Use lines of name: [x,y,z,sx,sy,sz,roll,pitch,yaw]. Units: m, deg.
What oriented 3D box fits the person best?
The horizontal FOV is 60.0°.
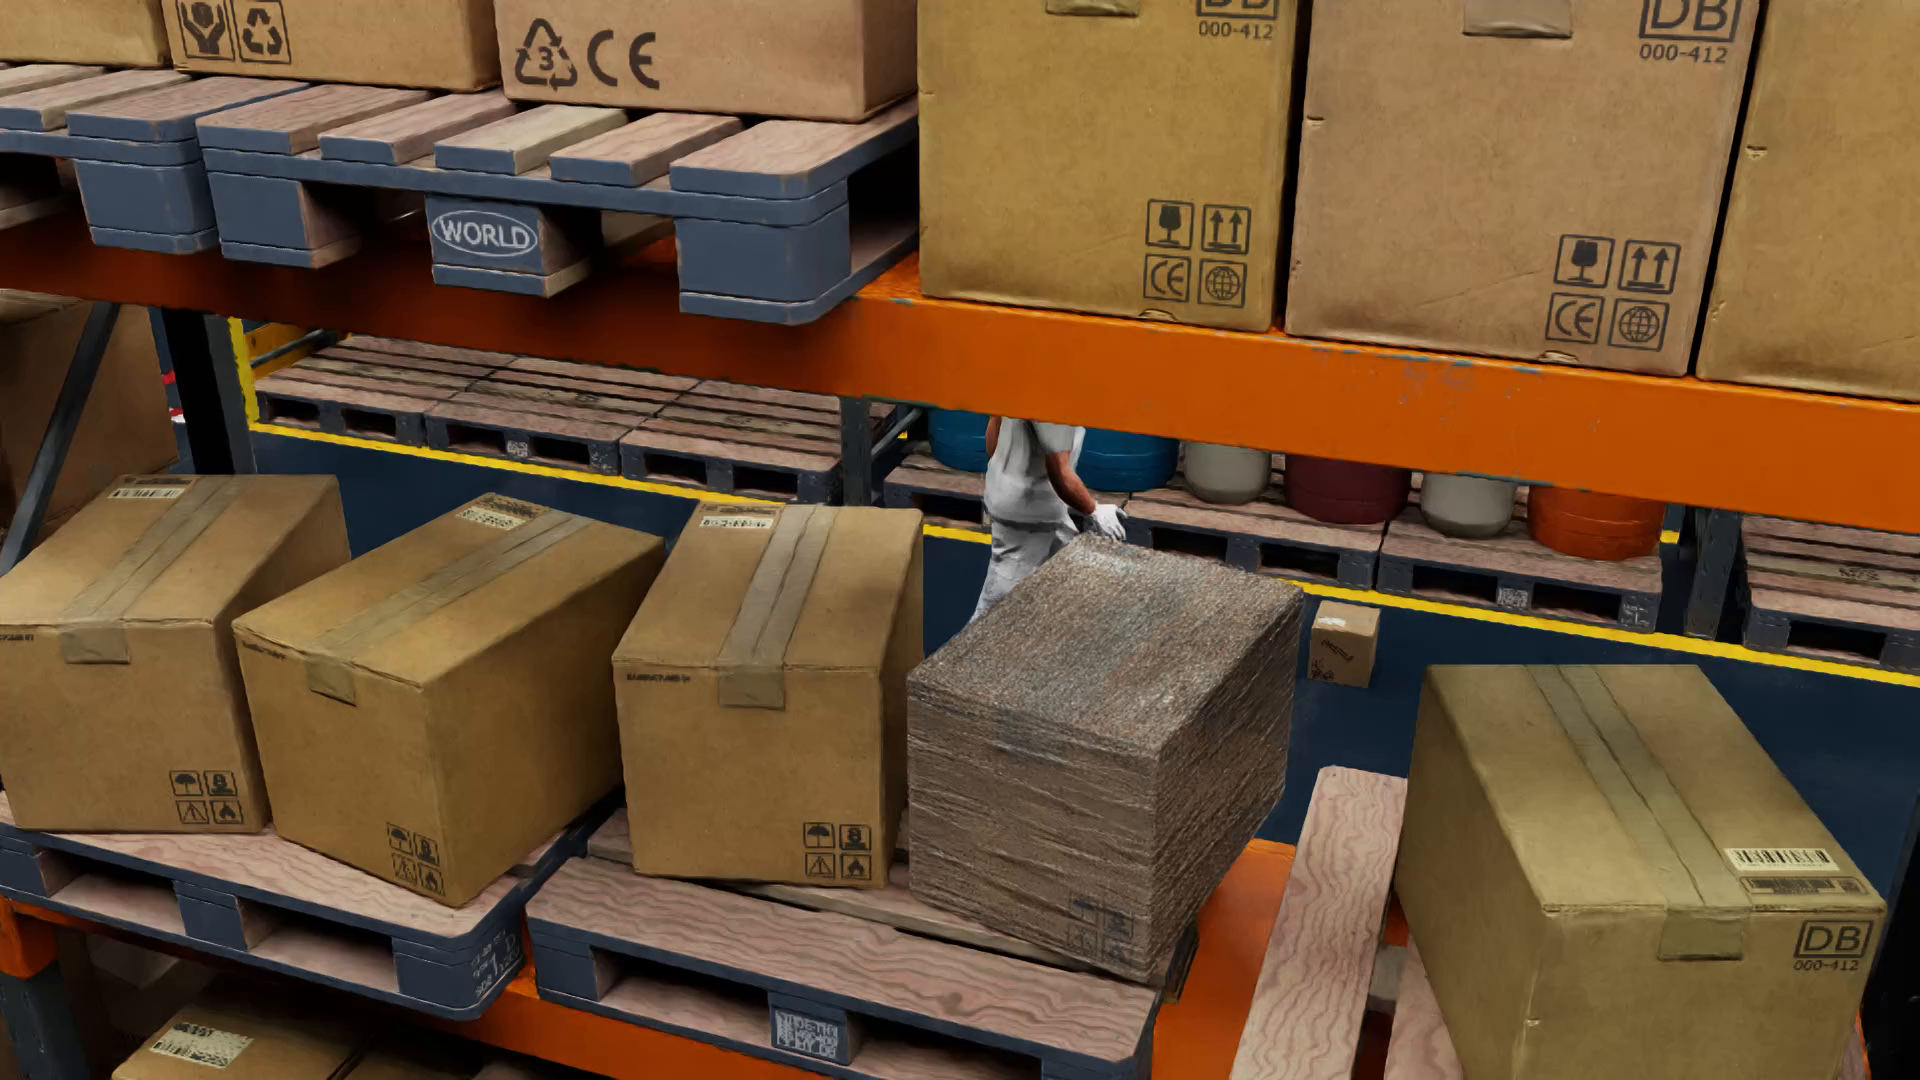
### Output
person: [0.297,-0.121,6.354,0.719,1.745,0.660,-2,26,-4]
